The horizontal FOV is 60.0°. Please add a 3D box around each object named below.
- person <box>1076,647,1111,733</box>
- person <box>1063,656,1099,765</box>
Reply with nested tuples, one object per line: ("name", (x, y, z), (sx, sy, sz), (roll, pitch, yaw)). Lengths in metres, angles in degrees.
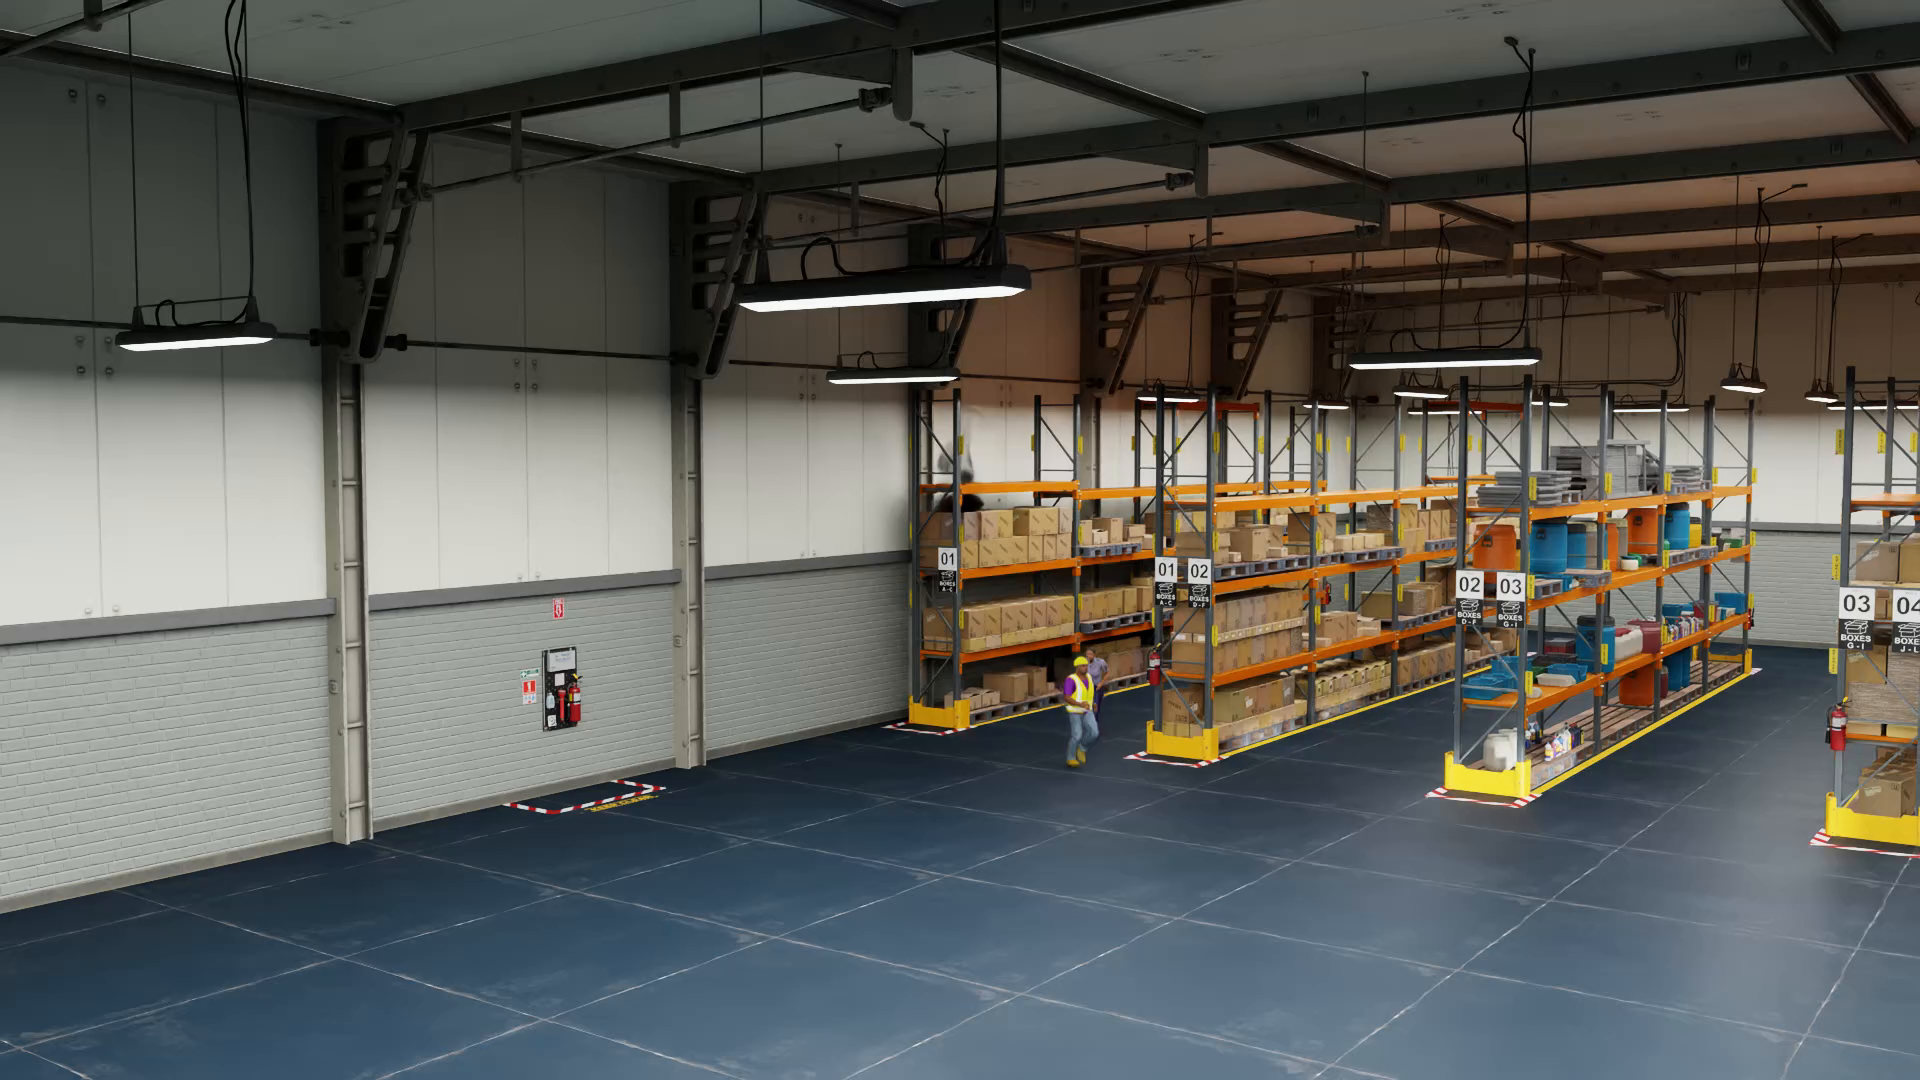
("person", (2.306, 2.609, 28.667), (0.606, 1.601, 0.819), (1, 3, 12))
("person", (1.904, 2.659, 25.779), (0.682, 1.716, 0.700), (-2, 4, -34))
